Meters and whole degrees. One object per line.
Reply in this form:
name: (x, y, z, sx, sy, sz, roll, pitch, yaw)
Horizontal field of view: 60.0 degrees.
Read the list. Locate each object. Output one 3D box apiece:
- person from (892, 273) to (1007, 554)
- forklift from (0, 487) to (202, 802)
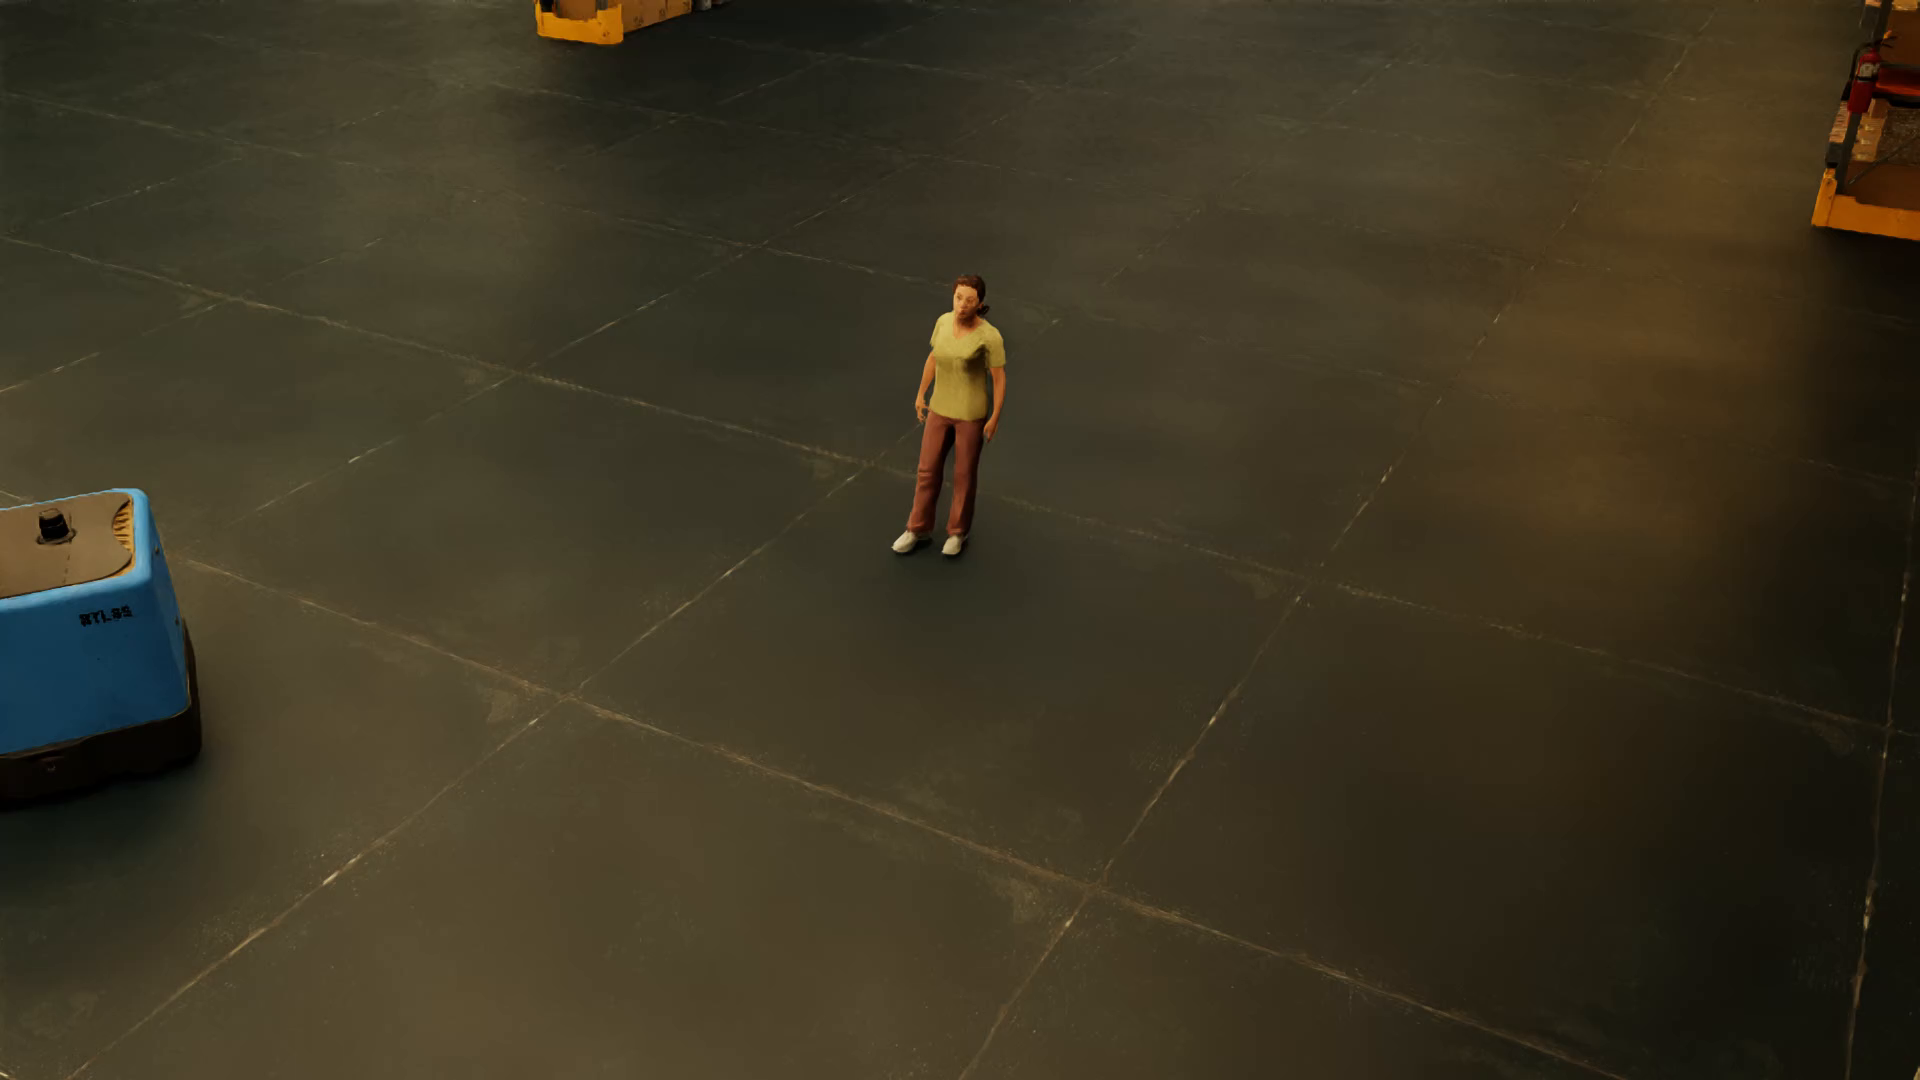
person: (-0.046, -0.695, 9.533, 0.554, 1.656, 0.548, 15, 33, 25)
forklift: (-5.266, -0.100, 7.244, 3.031, 2.935, 1.130, -13, 32, -21)
